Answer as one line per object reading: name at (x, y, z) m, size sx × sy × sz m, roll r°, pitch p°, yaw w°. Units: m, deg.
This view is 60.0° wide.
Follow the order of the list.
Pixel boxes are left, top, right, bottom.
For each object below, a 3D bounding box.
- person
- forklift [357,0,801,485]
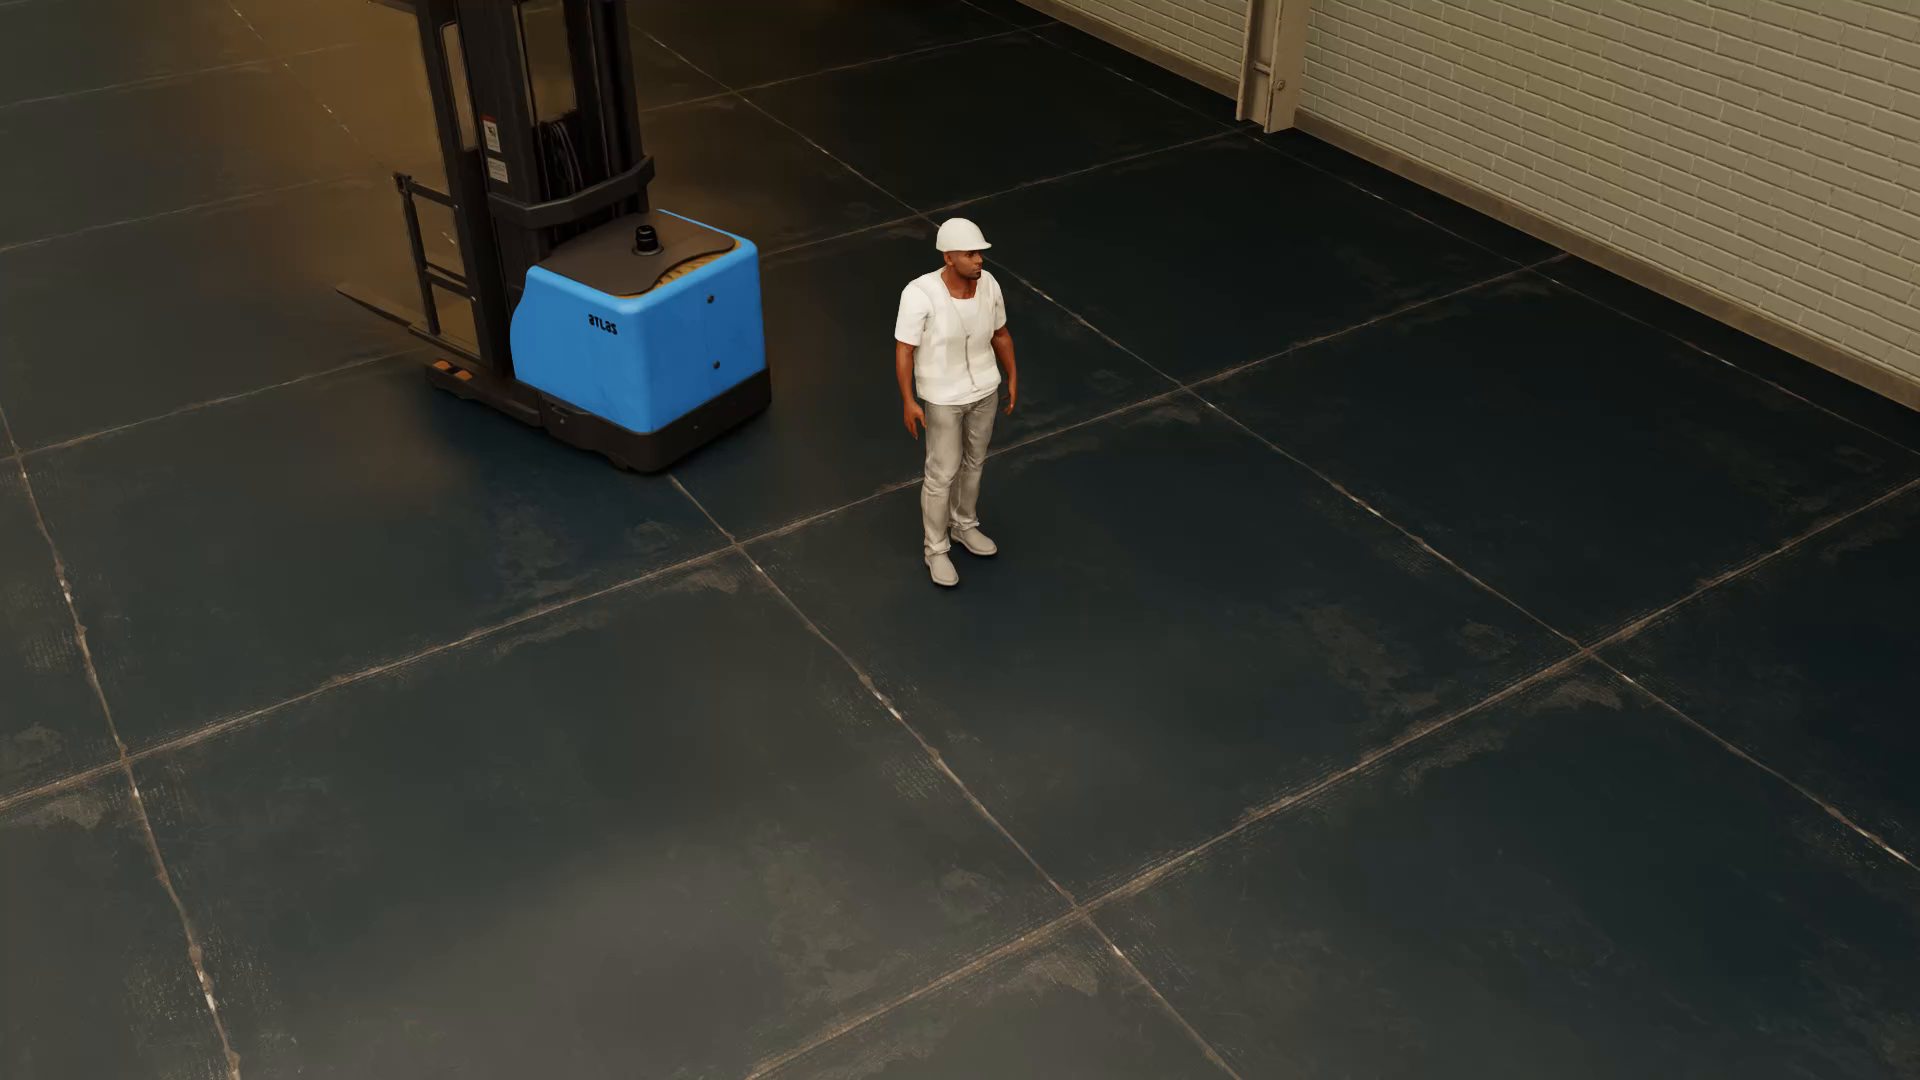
person at (0.034, -0.693, 8.134) m, size 0.665 × 1.769 × 0.574 m, roll -21°, pitch 40°, yaw -27°
forklift at (-2.402, -2.177, 9.246) m, size 3.031 × 2.935 × 1.130 m, roll 24°, pitch 41°, yaw 30°
